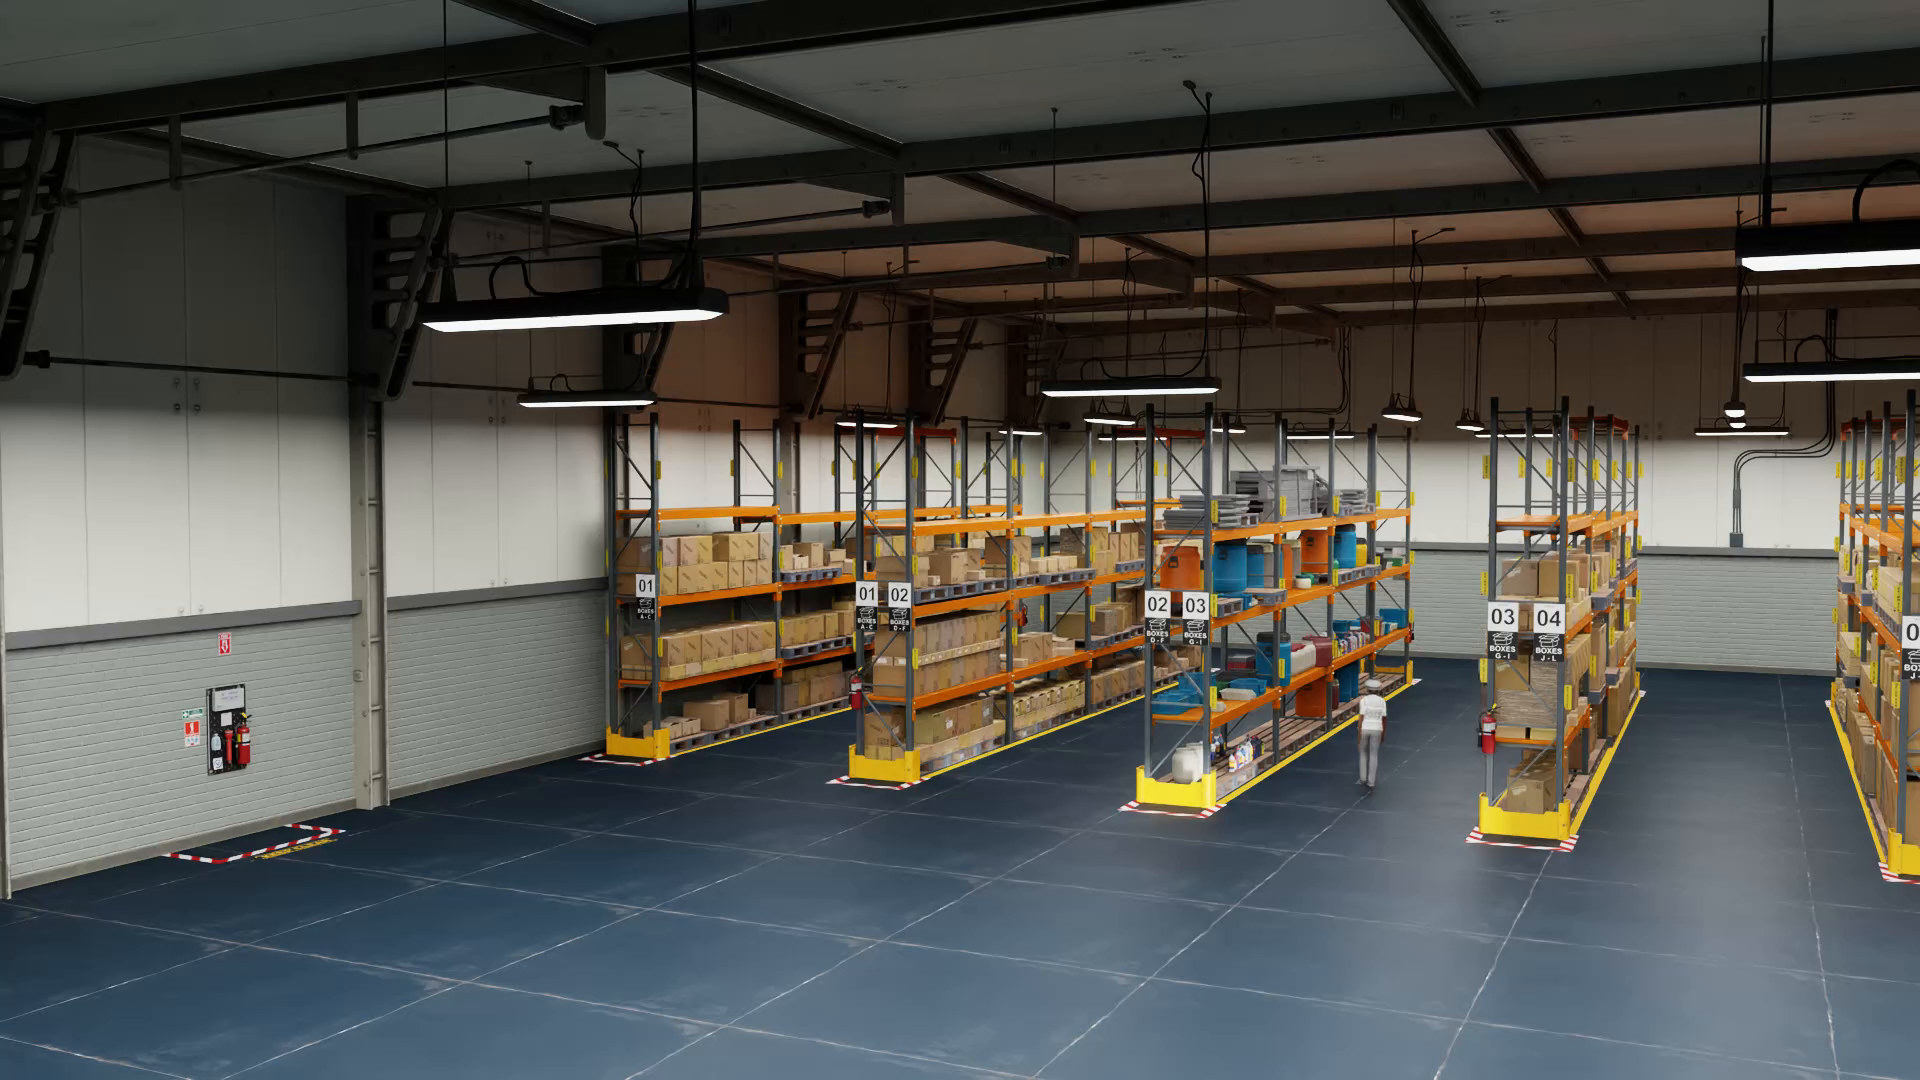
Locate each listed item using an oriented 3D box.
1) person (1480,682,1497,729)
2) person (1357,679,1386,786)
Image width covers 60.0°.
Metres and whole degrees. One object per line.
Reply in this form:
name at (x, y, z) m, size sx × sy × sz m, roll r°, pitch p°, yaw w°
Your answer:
person at (10.297, 2.857, 31.913) m, size 0.586 × 1.617 × 0.732 m, roll 1°, pitch 3°, yaw 28°
person at (6.521, 3.076, 26.356) m, size 0.459 × 1.712 × 0.687 m, roll 1°, pitch 2°, yaw 13°
